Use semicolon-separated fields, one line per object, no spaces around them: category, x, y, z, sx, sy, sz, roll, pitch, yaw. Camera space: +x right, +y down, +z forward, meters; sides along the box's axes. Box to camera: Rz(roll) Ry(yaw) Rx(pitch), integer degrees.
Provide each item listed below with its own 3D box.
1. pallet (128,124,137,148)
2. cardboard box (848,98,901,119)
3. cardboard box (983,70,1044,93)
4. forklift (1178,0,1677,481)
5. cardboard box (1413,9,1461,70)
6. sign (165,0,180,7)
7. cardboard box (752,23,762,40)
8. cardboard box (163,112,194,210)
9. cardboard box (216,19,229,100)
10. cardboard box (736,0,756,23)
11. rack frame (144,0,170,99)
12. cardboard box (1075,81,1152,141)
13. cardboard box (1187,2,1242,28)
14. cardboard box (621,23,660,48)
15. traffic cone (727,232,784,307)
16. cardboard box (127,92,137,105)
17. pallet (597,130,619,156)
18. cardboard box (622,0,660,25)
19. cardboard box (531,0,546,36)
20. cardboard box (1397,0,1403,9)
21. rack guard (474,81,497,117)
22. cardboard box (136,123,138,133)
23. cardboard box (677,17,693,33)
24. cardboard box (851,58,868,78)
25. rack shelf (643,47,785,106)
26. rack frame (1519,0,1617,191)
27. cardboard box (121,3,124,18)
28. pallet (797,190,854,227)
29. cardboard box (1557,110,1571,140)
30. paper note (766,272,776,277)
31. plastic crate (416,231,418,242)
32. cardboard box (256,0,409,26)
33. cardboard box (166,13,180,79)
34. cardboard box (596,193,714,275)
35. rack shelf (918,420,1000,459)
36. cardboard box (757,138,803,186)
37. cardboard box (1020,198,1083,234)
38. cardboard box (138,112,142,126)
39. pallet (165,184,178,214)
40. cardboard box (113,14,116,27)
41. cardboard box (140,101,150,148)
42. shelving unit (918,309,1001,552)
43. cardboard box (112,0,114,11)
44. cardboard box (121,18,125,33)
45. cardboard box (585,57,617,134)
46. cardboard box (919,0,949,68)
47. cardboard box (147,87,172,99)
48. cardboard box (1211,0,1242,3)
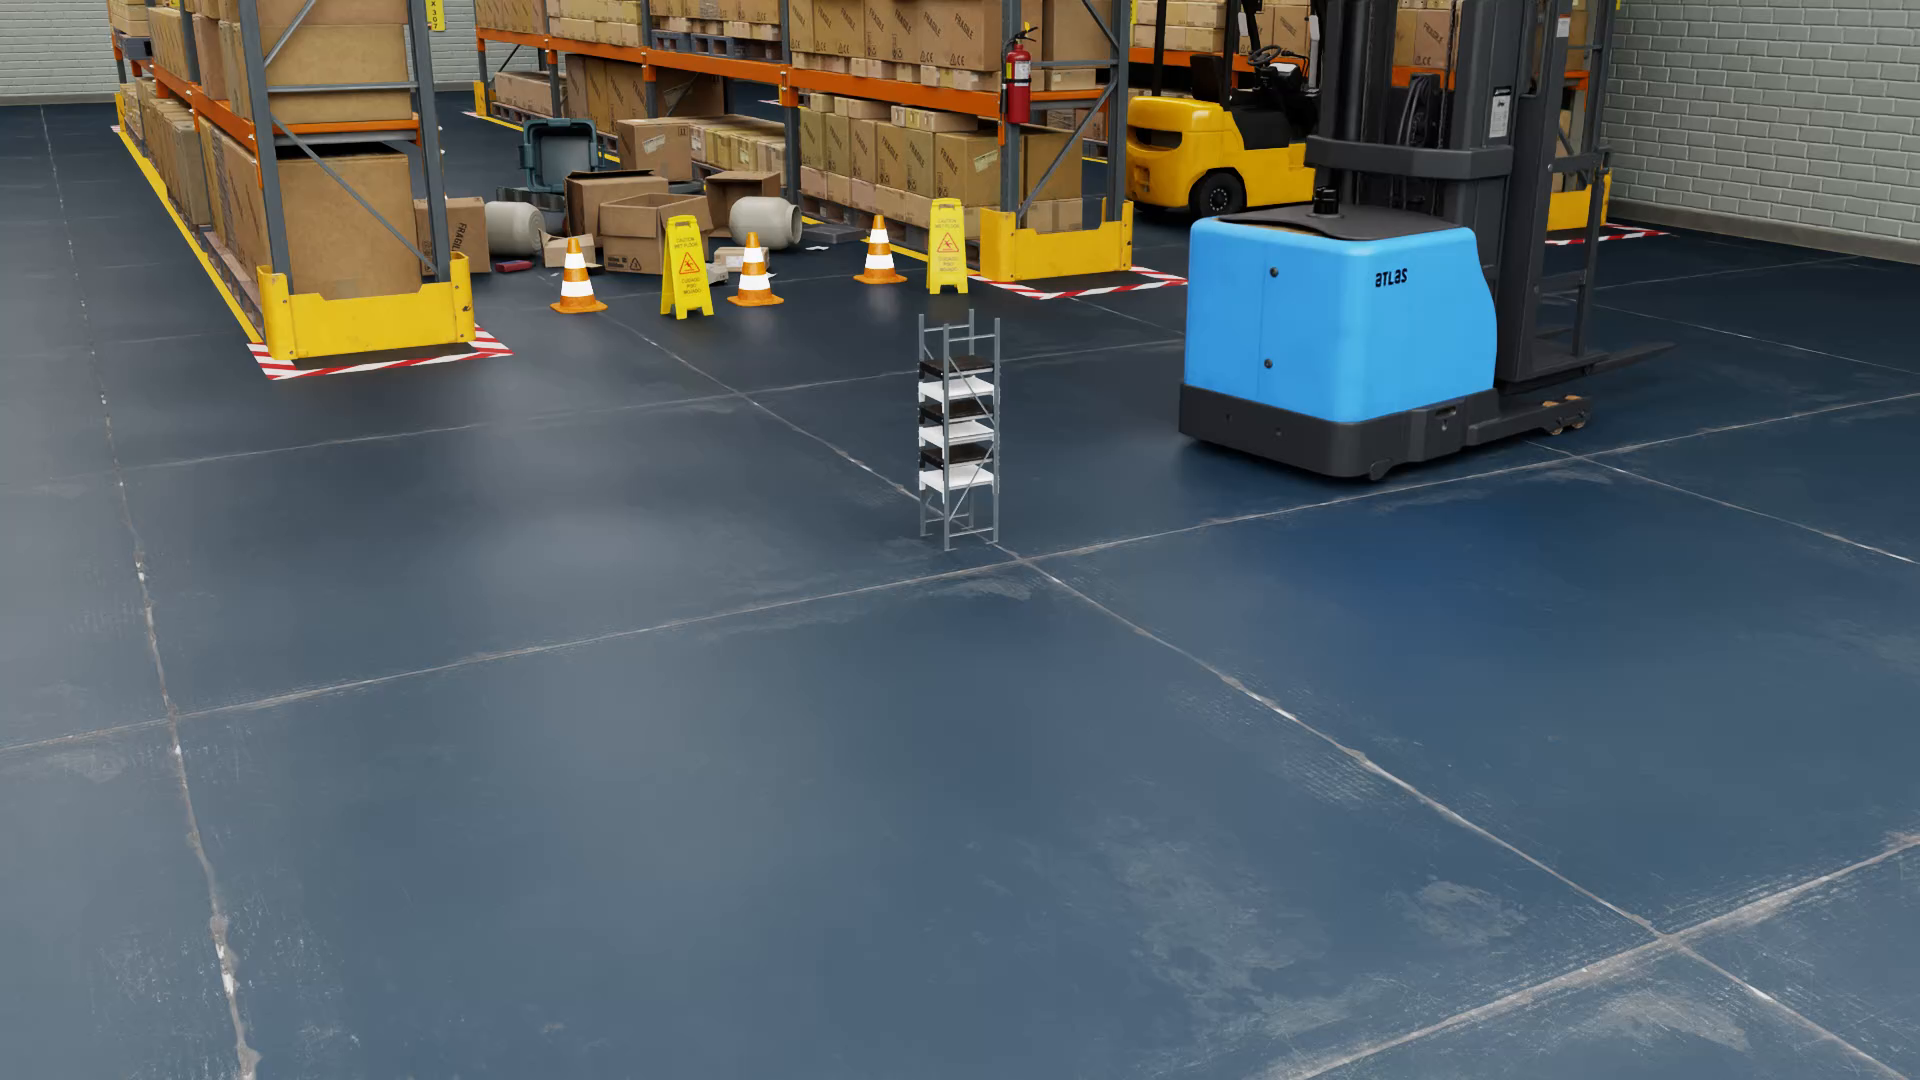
pallet;-10.182;-5.266;21.568;1.003;0.211;1.213;-10;21;-27
cardboard box;-0.717;-3.625;13.965;0.380;0.149;0.250;-9;21;-24
cardboard box;0.392;-3.352;12.133;0.380;0.149;0.250;-9;21;-25
forklift;2.505;-2.016;7.980;3.031;2.935;1.130;-15;24;-36
cardboard box;4.421;-4.465;14.820;0.500;0.500;0.500;-9;21;-25
sign;-5.923;-4.173;12.471;0.100;0.325;0.005;-10;21;-27
cardboard box;-1.739;-4.808;15.709;0.380;0.149;0.250;-11;22;-28
cardboard box;-6.279;-3.326;14.478;1.050;0.750;0.750;-10;21;-27
cardboard box;-4.491;-3.252;11.227;0.875;0.550;0.500;-10;21;-27
cardboard box;-1.800;-5.171;15.765;0.500;0.500;0.500;-10;21;-26
rack frame;-7.350;-4.898;16.227;1.000;3.000;0.127;-10;21;-27
cardboard box;1.927;-5.172;20.018;0.875;0.625;0.625;-9;21;-25
cardboard box;2.767;-5.582;17.673;0.500;0.250;0.500;-10;22;-28
cardboard box;-3.510;-5.728;18.861;0.500;0.250;0.500;-11;22;-29
traffic cone;-1.397;-1.852;11.289;0.336;0.463;0.334;-10;21;-27
cardboard box;-10.331;-5.603;21.085;0.380;0.149;0.250;-11;22;-29
pallet;-3.925;-4.963;20.691;1.003;0.211;1.213;-10;21;-27
cardboard box;-3.495;-5.959;18.765;0.500;0.250;0.500;-10;21;-27
cardboard box;-5.386;-6.983;22.115;0.500;0.500;0.500;-10;21;-26
cardboard box;4.082;-4.941;15.205;0.380;0.149;0.250;-10;21;-26
rack guard;-6.852;-6.815;25.616;1.175;0.500;0.348;-10;21;-27
cardboard box;-9.967;-5.110;20.569;0.380;0.149;0.250;-11;22;-28
cardboard box;-2.744;-5.397;17.415;0.380;0.149;0.250;-10;21;-26
cardboard box;-0.675;-3.918;13.772;0.380;0.149;0.250;-10;21;-26
rack shelf;-2.092;-4.779;16.986;1.077;0.370;4.000;-10;21;-27
rack frame;5.124;-4.167;14.109;1.000;3.000;0.127;-10;21;-27
cardboard box;-8.359;-5.413;17.005;0.380;0.149;0.250;-10;21;-27
pallet;-0.792;-3.040;15.117;1.003;0.211;1.213;-10;21;-27
cardboard box;5.063;-3.706;14.810;0.500;0.250;0.500;-10;22;-27
paper note;-1.443;-1.957;12.254;0.142;0.019;0.148;16;25;39
plastic crate;-4.215;-2.600;13.792;0.450;0.188;0.662;-9;19;5
cardboard box;-3.693;-3.295;9.697;0.875;0.550;0.550;-10;21;-27
cardboard box;-6.173;-4.050;13.617;0.500;0.500;0.500;-10;22;-27
cardboard box;-2.305;-2.329;12.609;0.637;0.503;0.797;7;20;20
rack shelf;-0.004;-0.396;6.502;0.258;0.077;0.200;-10;21;-27
cardboard box;-1.393;-3.652;16.000;0.950;0.372;0.625;-10;21;-26
cardboard box;0.618;-2.570;13.053;0.500;0.250;0.500;-10;21;-27
cardboard box;-9.678;-5.079;20.022;0.380;0.149;0.250;-10;21;-26
pallet;-7.042;-3.342;15.992;1.003;0.211;1.213;-10;21;-27
cardboard box;-9.330;-5.863;18.765;0.380;0.149;0.250;-10;21;-26
cardboard box;-9.132;-4.810;19.160;0.500;0.500;0.500;-9;21;-25
shelving unit;-0.004;-0.428;6.491;0.258;0.900;0.210;-10;21;-27
cardboard box;-9.219;-5.934;18.515;0.380;0.149;0.250;-9;21;-25
cardboard box;-8.472;-5.342;17.257;0.380;0.149;0.250;-11;22;-29
cardboard box;-4.140;-5.612;20.911;0.875;0.875;0.875;-9;21;-25
cardboard box;0.024;-3.842;12.559;0.500;0.500;0.500;-10;21;-27
cardboard box;-8.154;-4.568;17.310;0.500;0.250;0.500;-10;21;-26
cardboard box;2.867;-5.733;17.499;0.380;0.149;0.250;-9;21;-25
